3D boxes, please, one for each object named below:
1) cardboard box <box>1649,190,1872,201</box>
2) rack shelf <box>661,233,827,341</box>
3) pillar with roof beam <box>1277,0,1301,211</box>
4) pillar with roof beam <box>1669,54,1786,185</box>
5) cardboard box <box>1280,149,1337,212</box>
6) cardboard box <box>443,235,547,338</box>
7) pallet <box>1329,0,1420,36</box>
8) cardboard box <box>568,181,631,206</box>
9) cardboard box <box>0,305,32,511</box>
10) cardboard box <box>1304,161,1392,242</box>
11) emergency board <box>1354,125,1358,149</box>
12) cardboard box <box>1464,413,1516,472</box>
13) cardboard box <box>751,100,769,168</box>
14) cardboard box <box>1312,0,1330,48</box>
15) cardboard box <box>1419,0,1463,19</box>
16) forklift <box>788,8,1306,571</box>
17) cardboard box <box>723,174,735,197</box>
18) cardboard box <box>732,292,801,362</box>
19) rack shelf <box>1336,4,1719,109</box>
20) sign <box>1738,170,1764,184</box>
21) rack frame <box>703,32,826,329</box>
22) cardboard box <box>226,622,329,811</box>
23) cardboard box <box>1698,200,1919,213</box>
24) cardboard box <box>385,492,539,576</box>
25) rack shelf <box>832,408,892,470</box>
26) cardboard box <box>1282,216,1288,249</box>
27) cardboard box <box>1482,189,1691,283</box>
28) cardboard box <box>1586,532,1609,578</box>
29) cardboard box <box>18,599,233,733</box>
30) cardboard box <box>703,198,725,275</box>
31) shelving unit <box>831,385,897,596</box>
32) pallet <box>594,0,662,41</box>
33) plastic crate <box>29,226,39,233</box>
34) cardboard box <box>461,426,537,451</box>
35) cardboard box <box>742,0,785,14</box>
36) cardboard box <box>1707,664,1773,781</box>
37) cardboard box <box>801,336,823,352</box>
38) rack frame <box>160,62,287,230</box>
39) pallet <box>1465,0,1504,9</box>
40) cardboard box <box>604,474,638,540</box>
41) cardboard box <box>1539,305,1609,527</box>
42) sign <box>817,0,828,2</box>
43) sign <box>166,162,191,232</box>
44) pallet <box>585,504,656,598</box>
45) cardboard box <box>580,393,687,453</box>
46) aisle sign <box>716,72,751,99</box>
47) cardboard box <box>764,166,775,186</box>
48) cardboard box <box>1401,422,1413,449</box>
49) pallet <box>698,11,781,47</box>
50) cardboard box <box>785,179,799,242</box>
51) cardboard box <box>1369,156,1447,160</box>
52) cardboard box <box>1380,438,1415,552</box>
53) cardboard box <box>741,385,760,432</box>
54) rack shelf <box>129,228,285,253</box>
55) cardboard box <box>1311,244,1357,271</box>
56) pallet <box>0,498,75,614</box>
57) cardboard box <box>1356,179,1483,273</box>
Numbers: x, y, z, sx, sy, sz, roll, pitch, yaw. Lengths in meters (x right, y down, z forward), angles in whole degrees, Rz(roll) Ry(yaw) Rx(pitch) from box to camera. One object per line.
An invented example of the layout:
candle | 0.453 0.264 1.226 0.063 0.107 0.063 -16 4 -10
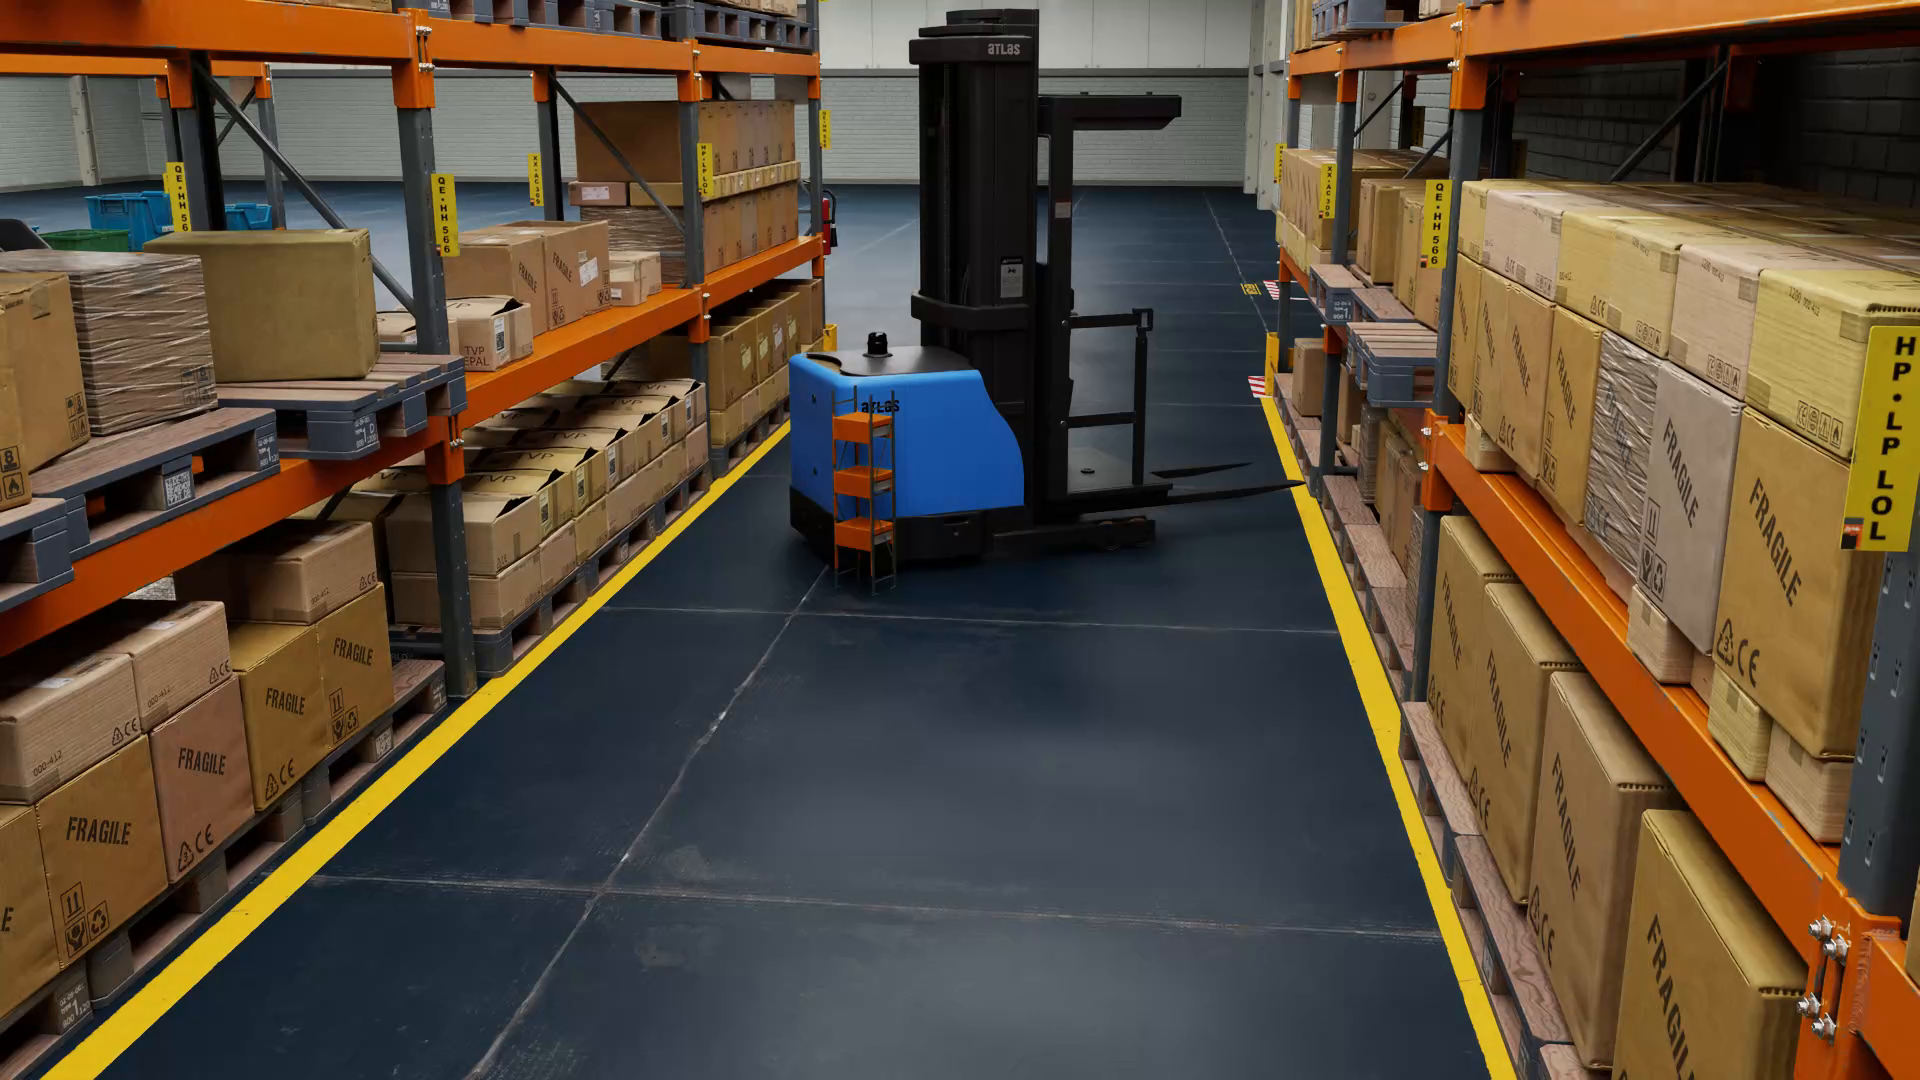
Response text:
cardboard box | 2.467 -0.949 5.189 0.500 0.250 0.500 1 15 4
rack shelf | -1.923 -1.999 12.686 1.077 0.370 4.000 2 15 6
pillar with roof beam | 1.759 -10.204 30.160 9.100 9.000 0.400 2 15 6
pillar with roof beam | -0.949 -3.980 7.140 9.100 9.000 0.400 2 15 6
cardboard box | 2.872 -2.904 13.469 0.500 0.500 0.500 2 15 6
cardboard box | -2.427 -1.274 8.436 0.500 0.500 0.500 1 15 3
pallet | 2.484 -2.614 8.195 1.213 0.211 1.003 2 15 6
cardboard box | -2.331 -2.266 10.861 0.380 0.149 0.250 2 15 6
cardboard box | -2.761 -0.300 4.029 0.700 0.500 0.500 4 16 15
cardboard box | 2.570 -2.243 11.024 0.500 0.500 0.500 2 15 6
emergency board | 4.999 -4.709 21.330 0.194 1.169 0.643 2 15 6
cardboard box | 1.904 -0.323 5.555 0.380 0.149 0.250 2 15 8
cardboard box | -1.879 -3.138 12.843 0.700 0.500 0.500 2 15 6
cardboard box | 2.679 -3.602 11.262 0.500 0.500 0.500 1 15 4
cardboard box | 2.135 -2.254 6.639 0.500 0.311 0.500 2 15 6
forklift | 0.576 -1.477 9.509 3.031 2.935 1.130 -6 16 -22
cardboard box | -1.812 -2.518 11.793 0.380 0.149 0.250 1 15 4
cardboard box | -1.561 -1.695 13.209 0.500 0.500 0.500 2 15 6
rack shelf | 2.548 -2.265 7.922 1.077 0.370 4.000 2 15 6
sign | 2.874 -1.189 6.093 0.100 0.325 0.005 2 15 6
rack frame | -1.698 -2.865 14.511 1.000 3.000 0.127 2 15 6
cardboard box | -2.531 0.588 5.687 0.500 0.500 0.500 1 15 4
cardboard box | 2.406 -0.816 4.698 0.500 0.250 0.500 1 15 5
cardboard box | -2.249 -0.063 7.539 0.500 0.311 0.500 2 15 8
rack shelf | -0.494 -0.520 8.528 0.240 0.259 0.215 10 18 34
cardboard box | 2.810 -2.405 13.059 0.500 0.250 0.500 1 15 5
cardboard box | 1.955 -0.959 5.226 0.500 0.250 0.500 1 15 5
cardboard box | 1.856 0.011 4.317 0.380 0.149 0.250 2 15 8
cardboard box | -2.586 0.372 5.050 0.500 0.250 0.500 1 15 5
cardboard box | -2.052 -2.128 11.594 0.700 0.500 0.500 2 15 6
shelving unit | -0.494 -0.256 8.599 0.252 1.050 0.215 10 18 34
pallet | -2.236 -2.954 9.460 0.805 0.209 1.217 1 15 4
plastic crate | -7.215 -2.198 12.328 0.499 0.251 0.616 2 15 6
cardboard box | -2.615 -0.475 9.061 0.500 0.311 0.500 2 15 8
cardboard box | -1.628 -4.090 12.391 0.500 0.311 0.500 4 16 13
cardboard box | 1.633 0.342 3.095 0.380 0.149 0.250 2 15 7
cardboard box | -1.465 -1.593 14.268 0.500 0.250 0.500 2 15 6
rack frame | -6.619 -3.012 15.054 1.000 3.000 0.127 2 15 6
pallet | 2.302 -1.833 5.311 1.213 0.211 1.003 2 15 9
cardboard box | -2.083 -0.191 9.085 0.500 0.250 0.500 2 15 7
cardboard box | 1.837 -0.329 4.331 0.500 0.500 0.500 2 15 8
sign | -1.160 -4.683 13.942 0.100 0.325 0.005 2 15 6
sign | -3.152 -1.365 6.744 0.100 0.325 0.005 2 15 6
pallet | -2.328 0.028 9.154 1.003 0.211 1.213 2 15 6
cardboard box | -1.962 -0.725 9.986 0.500 0.311 0.500 2 15 8
aisle sign | -1.995 -4.146 14.268 0.394 0.787 0.004 2 15 6
cardboard box | -1.668 -2.854 13.036 0.380 0.149 0.250 2 15 8
cardboard box | 2.606 -0.610 8.679 0.500 0.250 0.500 1 15 5
pallet | -1.938 -3.770 12.282 1.003 0.211 1.213 2 15 6
cardboard box | -1.763 -2.793 14.051 0.700 0.500 0.500 2 15 6
cardboard box | 3.205 -2.496 11.958 0.500 0.500 0.500 2 15 7
cardboard box | 2.601 -0.230 8.713 0.700 0.500 0.500 2 15 7
cardboard box | -1.734 -0.944 11.869 0.500 0.250 0.500 2 15 6
rack shelf | -6.845 -2.146 13.230 1.077 0.370 4.000 2 15 6
cardboard box | 2.526 -1.752 10.642 0.500 0.250 0.500 2 15 6
pallet | -2.853 0.136 3.780 1.003 0.211 1.213 2 15 6
cardboard box | 2.682 -1.812 9.583 0.700 0.500 0.500 2 15 6
